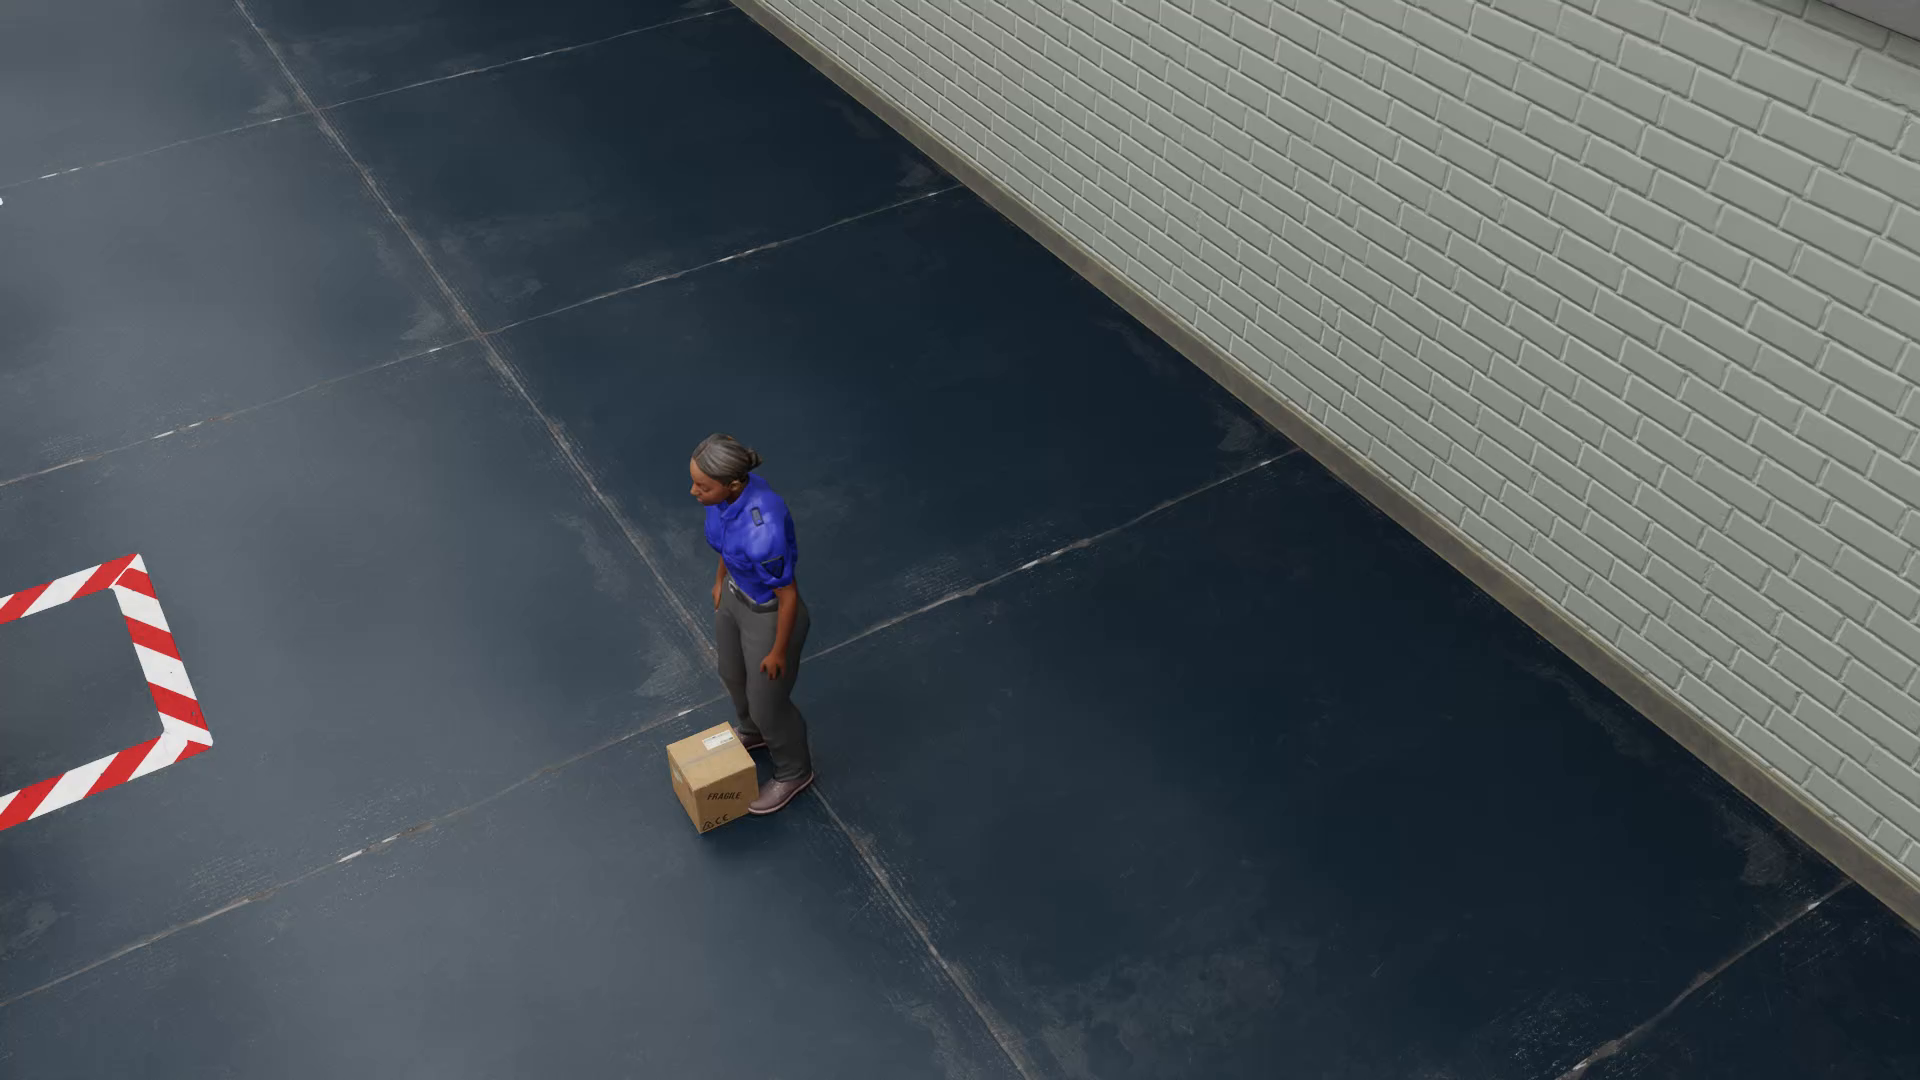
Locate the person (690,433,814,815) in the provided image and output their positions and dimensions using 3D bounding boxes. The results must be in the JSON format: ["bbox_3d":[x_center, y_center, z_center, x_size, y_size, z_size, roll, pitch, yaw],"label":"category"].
[{"bbox_3d":[-0.730,0.265,5.858,0.350,1.654,0.503,-23,46,-24],"label":"person"}]
